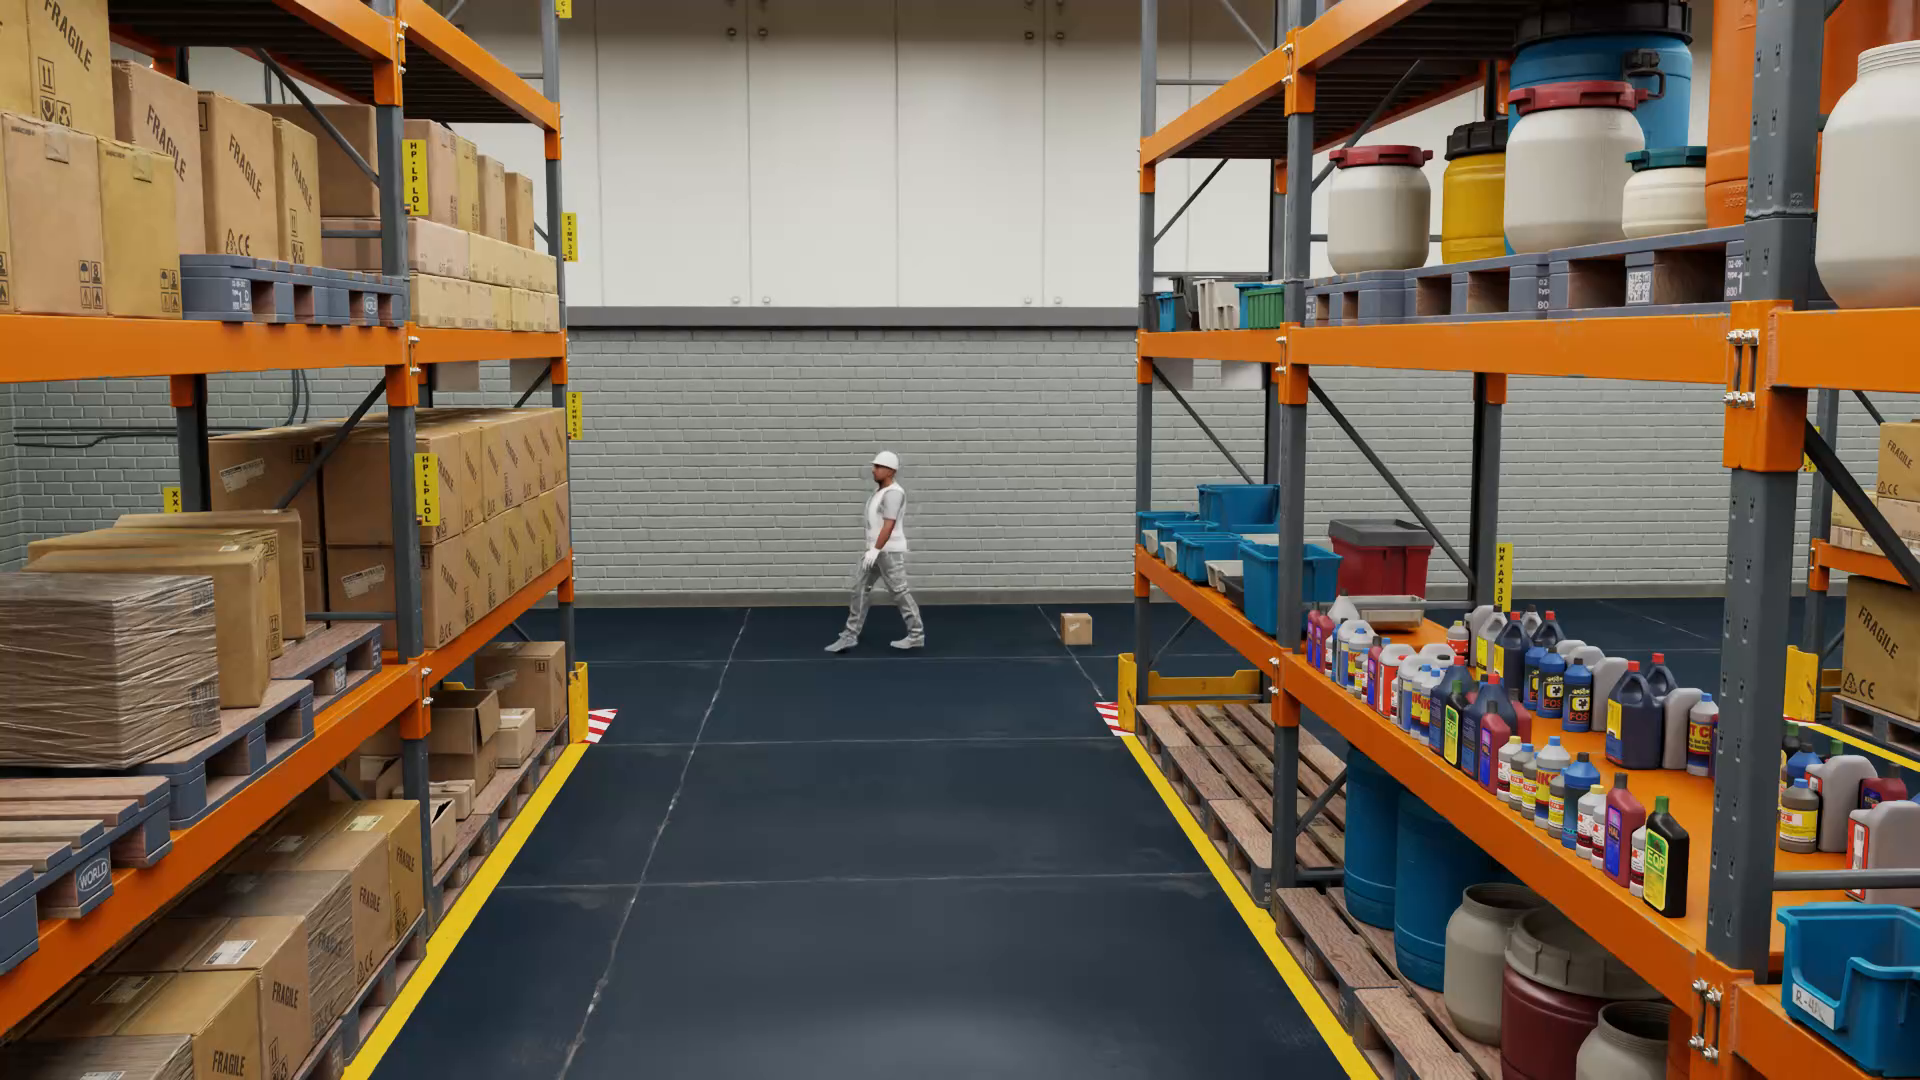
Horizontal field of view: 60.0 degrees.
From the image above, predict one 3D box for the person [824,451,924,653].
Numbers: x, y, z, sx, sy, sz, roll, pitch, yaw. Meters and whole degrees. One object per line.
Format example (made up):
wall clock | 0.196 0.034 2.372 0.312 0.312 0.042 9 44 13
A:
person | -0.747 0.114 14.655 0.853 1.787 0.608 -2 7 -19
